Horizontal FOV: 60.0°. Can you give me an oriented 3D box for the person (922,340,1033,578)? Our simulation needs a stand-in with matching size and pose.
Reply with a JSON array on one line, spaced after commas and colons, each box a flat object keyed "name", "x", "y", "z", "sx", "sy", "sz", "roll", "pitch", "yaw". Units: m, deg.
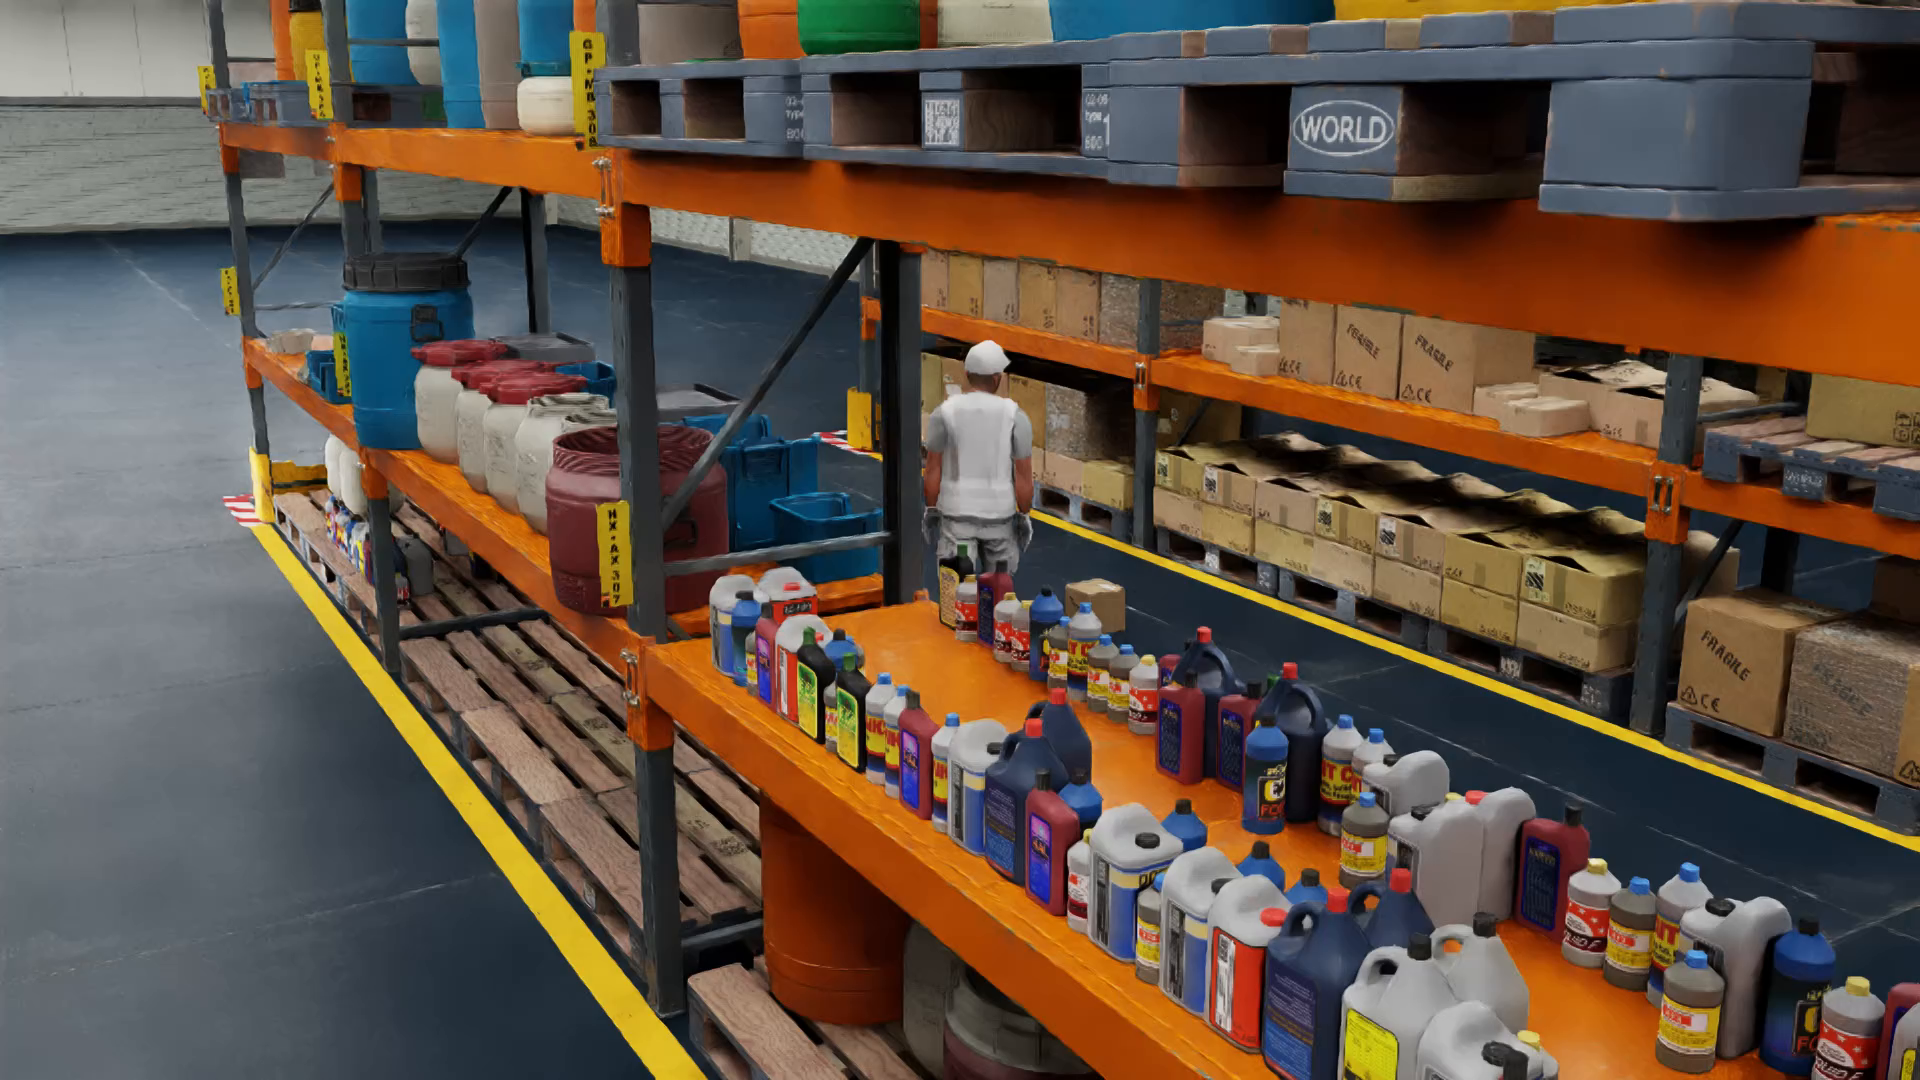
[{"name": "person", "x": 0.085, "y": -0.113, "z": 8.405, "sx": 0.566, "sy": 1.781, "sz": 0.585, "roll": 0, "pitch": 15, "yaw": -1}]
